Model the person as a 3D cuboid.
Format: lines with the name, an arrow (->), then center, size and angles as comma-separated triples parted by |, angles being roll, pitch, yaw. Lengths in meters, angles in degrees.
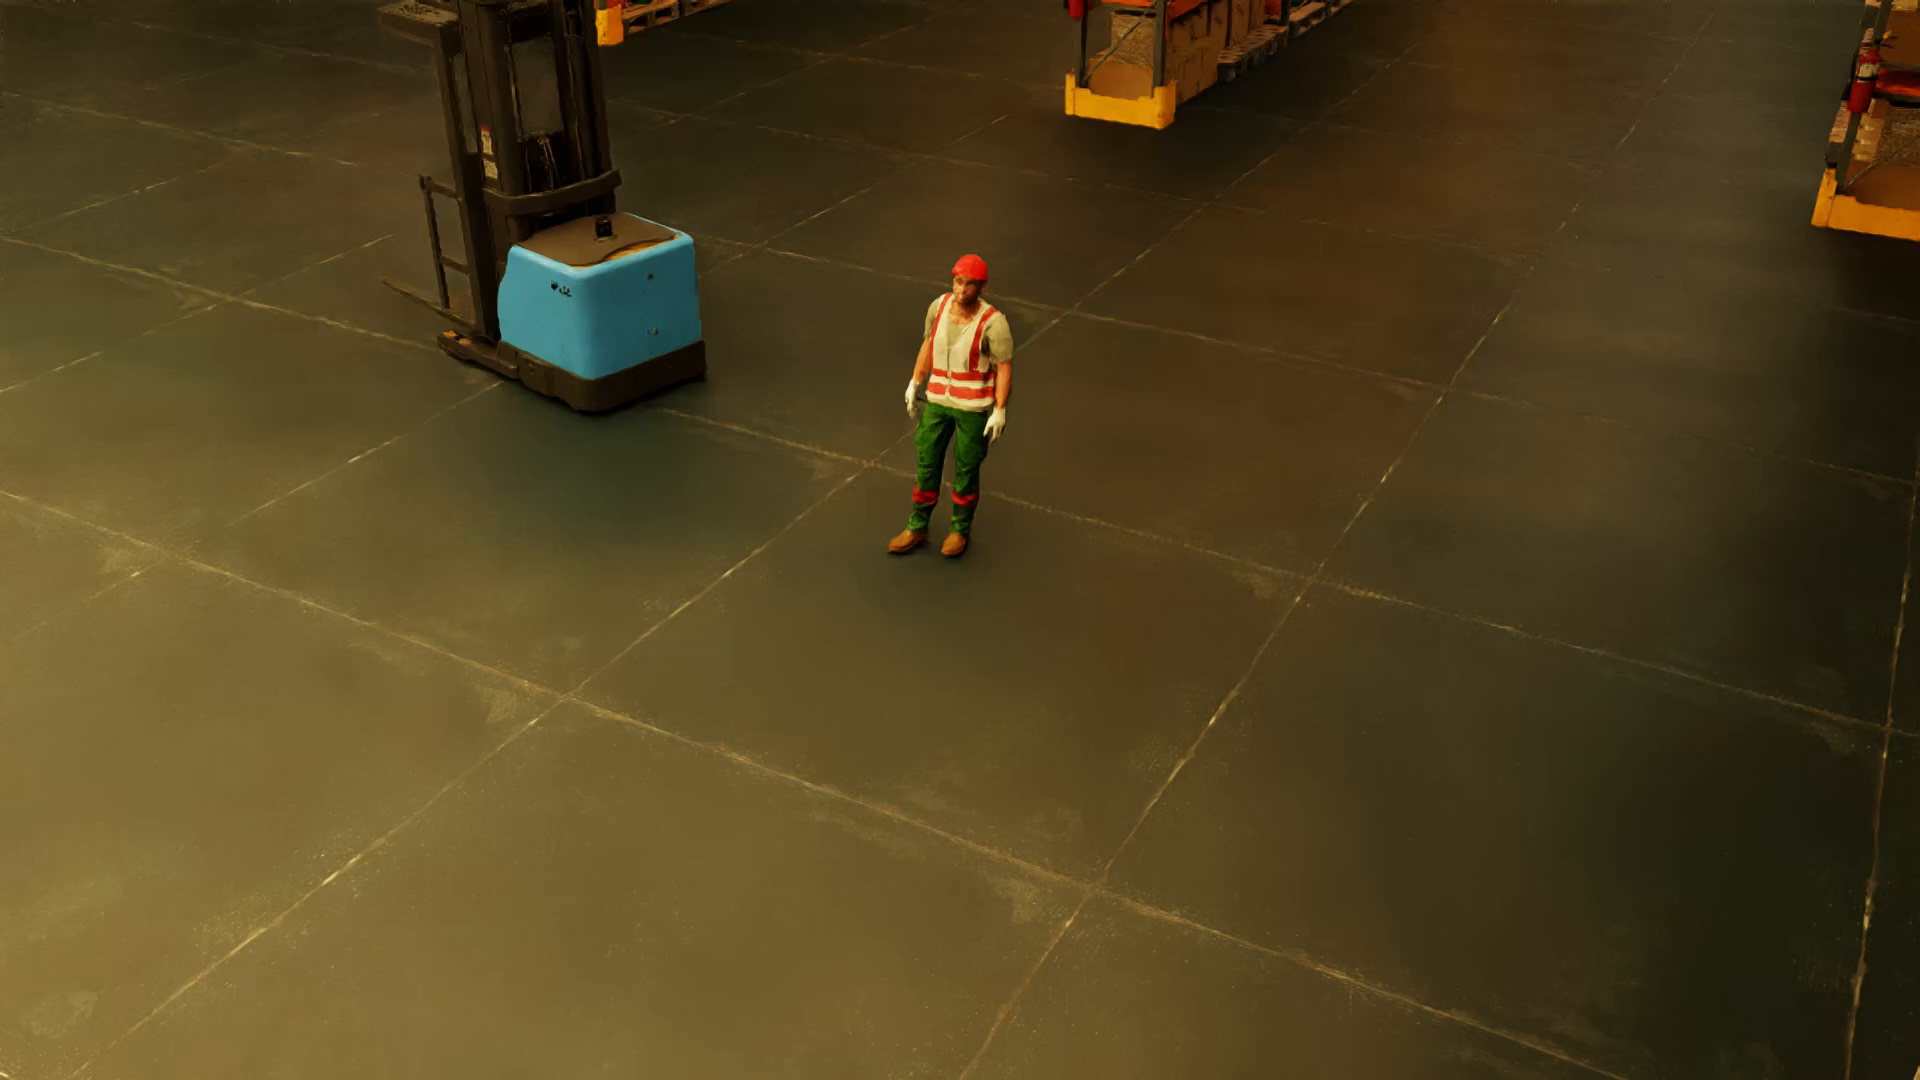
person -> -0.049, -0.748, 9.496 | 0.637, 1.787, 0.563 | 15, 33, 25

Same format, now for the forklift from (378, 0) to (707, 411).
forklift -> -3.258, -2.767, 11.866 | 3.031, 2.935, 1.130 | 24, 38, 36
